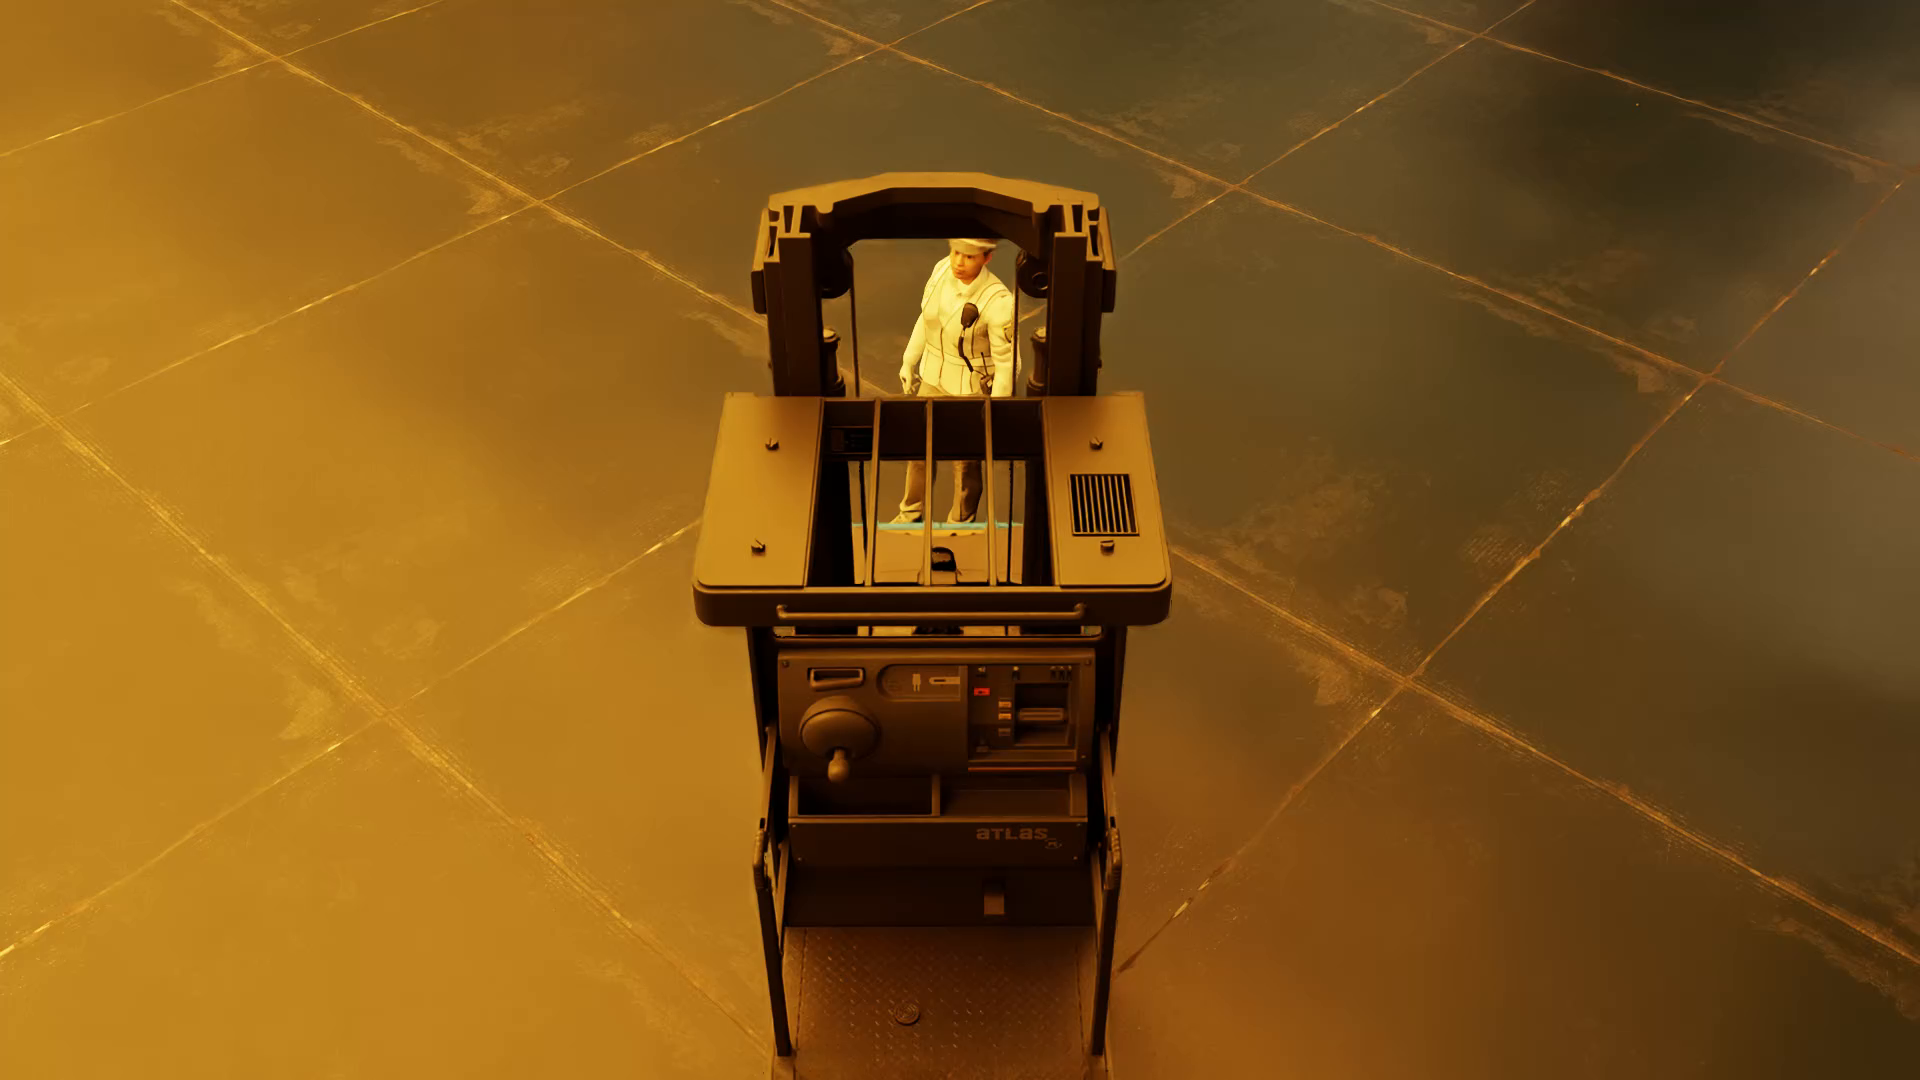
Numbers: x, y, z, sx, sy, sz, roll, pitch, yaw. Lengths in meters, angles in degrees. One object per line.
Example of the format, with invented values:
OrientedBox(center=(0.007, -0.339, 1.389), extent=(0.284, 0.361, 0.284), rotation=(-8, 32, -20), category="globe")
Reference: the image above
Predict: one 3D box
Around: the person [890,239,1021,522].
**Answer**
OrientedBox(center=(-0.051, -0.619, 7.088), extent=(0.586, 1.694, 0.532), rotation=(31, 49, 31), category="person")

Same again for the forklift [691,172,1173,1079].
OrientedBox(center=(-0.065, 0.594, 4.736), extent=(1.130, 2.935, 3.031), rotation=(0, 41, 0), category="forklift")
